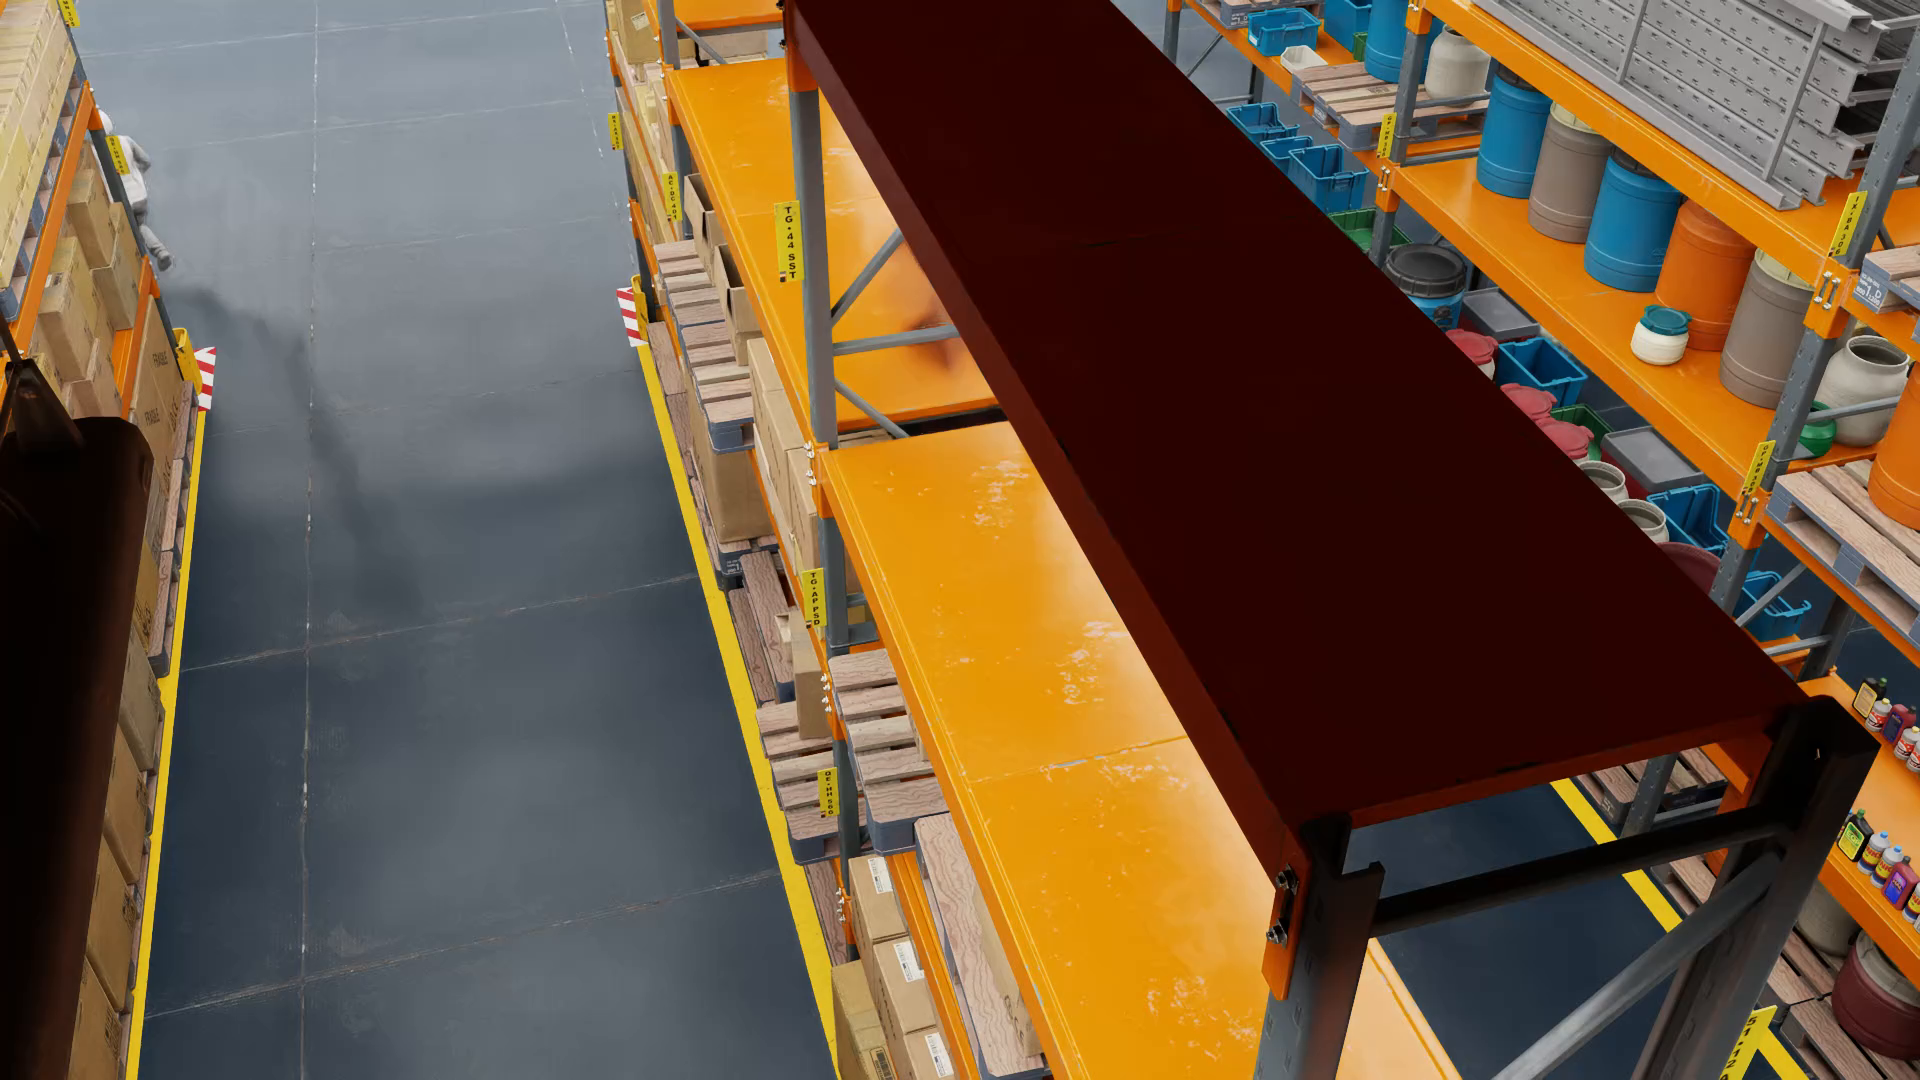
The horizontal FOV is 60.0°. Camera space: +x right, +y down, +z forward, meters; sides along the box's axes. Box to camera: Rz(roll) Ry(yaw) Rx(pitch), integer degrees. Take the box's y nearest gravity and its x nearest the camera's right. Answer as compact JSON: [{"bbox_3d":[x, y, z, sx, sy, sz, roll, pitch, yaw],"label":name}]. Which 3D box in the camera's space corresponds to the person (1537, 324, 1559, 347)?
[{"bbox_3d":[4.971,-2.283,14.306,0.644,1.737,0.595,-16,41,-19],"label":"person"}]

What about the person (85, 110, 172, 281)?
[{"bbox_3d":[-7.758,-3.172,15.460,0.571,1.741,0.650,25,45,28],"label":"person"}]
